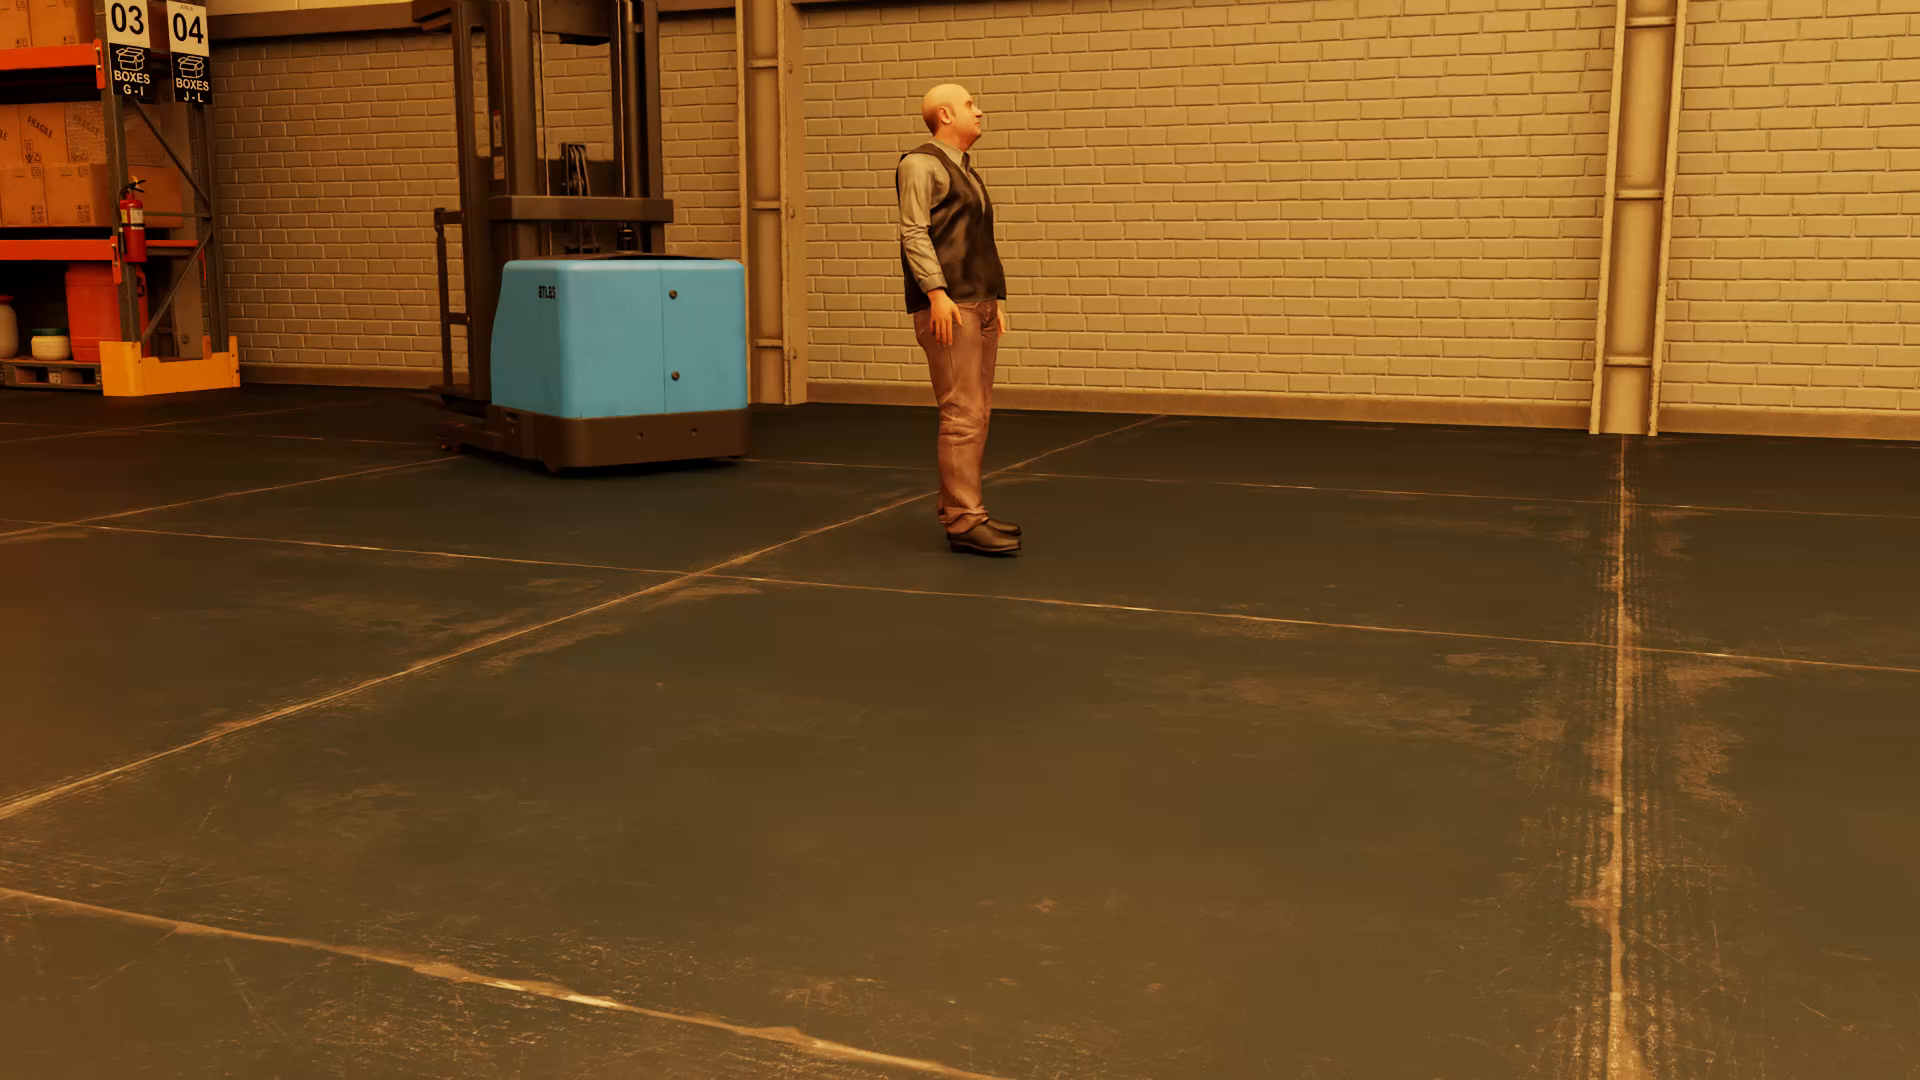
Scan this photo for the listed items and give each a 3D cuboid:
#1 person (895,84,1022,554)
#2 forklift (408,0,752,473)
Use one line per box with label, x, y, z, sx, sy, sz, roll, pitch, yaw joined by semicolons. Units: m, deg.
person;0.056;-0.850;6.310;0.566;1.722;0.633;4;10;21
forklift;-2.364;-1.978;9.386;1.130;2.935;3.031;-7;12;-35
